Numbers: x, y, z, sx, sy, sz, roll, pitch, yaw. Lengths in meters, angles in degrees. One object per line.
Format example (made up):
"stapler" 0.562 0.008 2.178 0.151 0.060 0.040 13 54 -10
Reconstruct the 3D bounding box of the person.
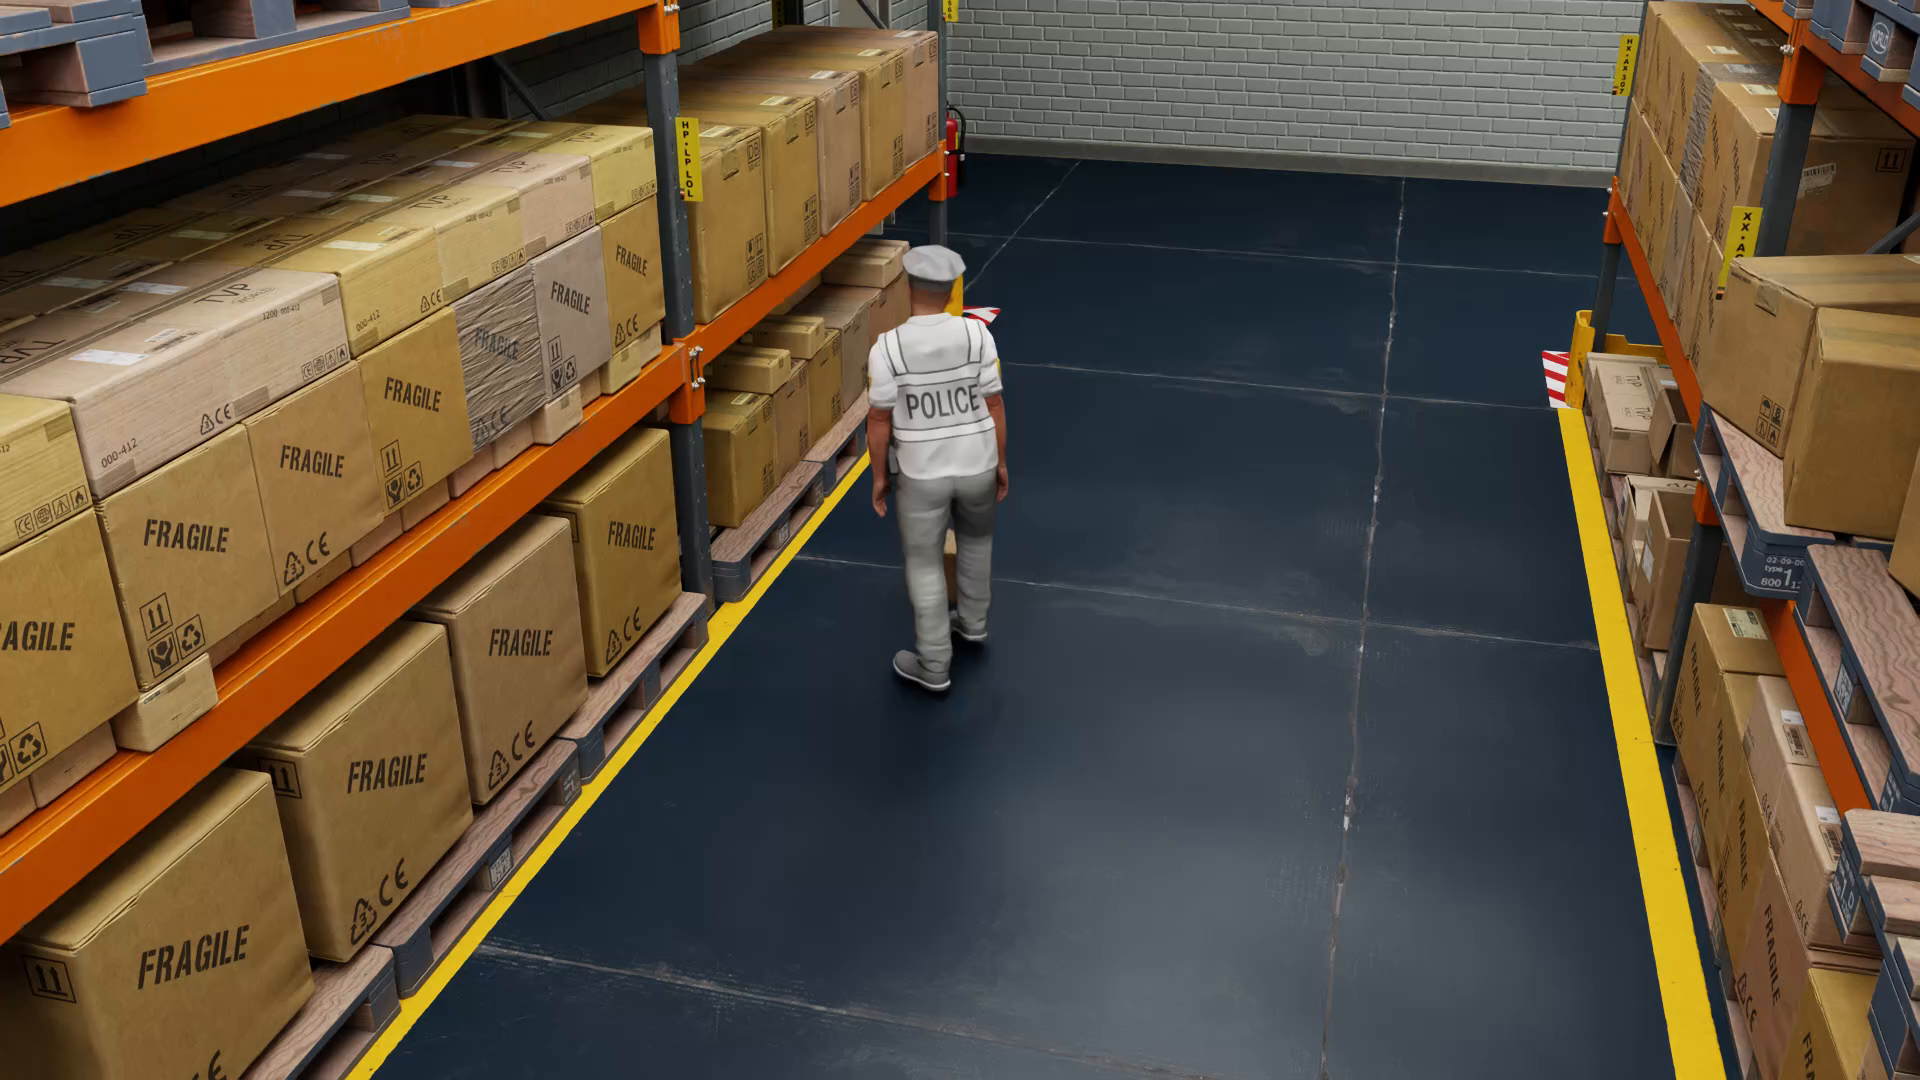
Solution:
"person" -0.094 -0.294 6.695 0.564 1.758 0.658 -6 26 -13
